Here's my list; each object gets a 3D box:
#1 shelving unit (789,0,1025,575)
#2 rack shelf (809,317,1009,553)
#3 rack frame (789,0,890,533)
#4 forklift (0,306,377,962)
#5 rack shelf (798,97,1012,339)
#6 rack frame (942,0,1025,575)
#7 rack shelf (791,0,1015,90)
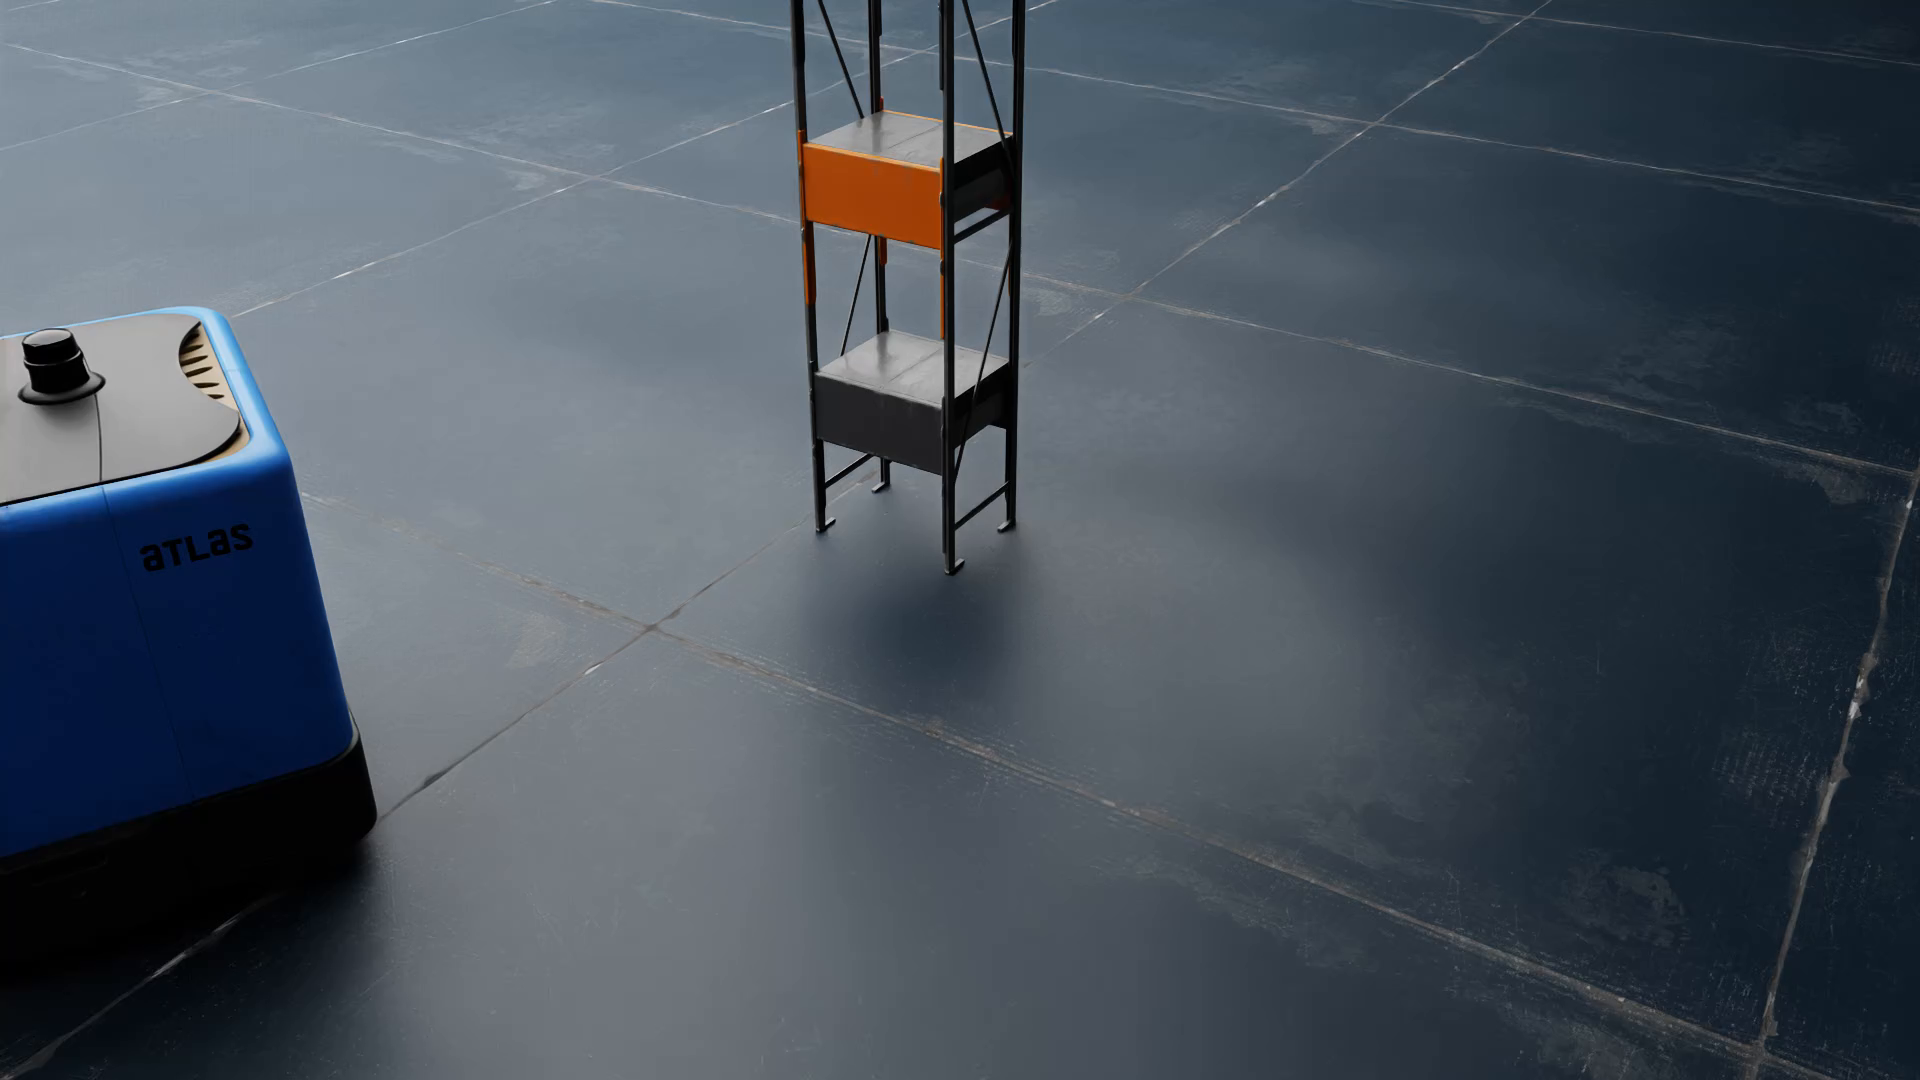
[{"bbox_3d":[-0.140,-0.951,4.797,0.503,2.100,0.431,18,35,27],"label":"shelving unit"},{"bbox_3d":[-0.140,-0.335,5.157,0.480,0.518,0.431,18,35,27],"label":"rack shelf"},{"bbox_3d":[-0.347,-1.017,4.909,0.015,2.100,0.400,18,35,27],"label":"rack frame"},{"bbox_3d":[-2.928,-0.366,2.968,3.031,2.935,1.130,-16,34,-25],"label":"forklift"},{"bbox_3d":[-0.140,-0.940,4.804,0.480,0.518,0.431,18,35,27],"label":"rack shelf"},{"bbox_3d":[0.066,-0.886,4.685,0.015,2.100,0.400,18,35,27],"label":"rack frame"},{"bbox_3d":[-0.140,-1.544,4.451,0.480,0.518,0.431,18,35,27],"label":"rack shelf"}]
